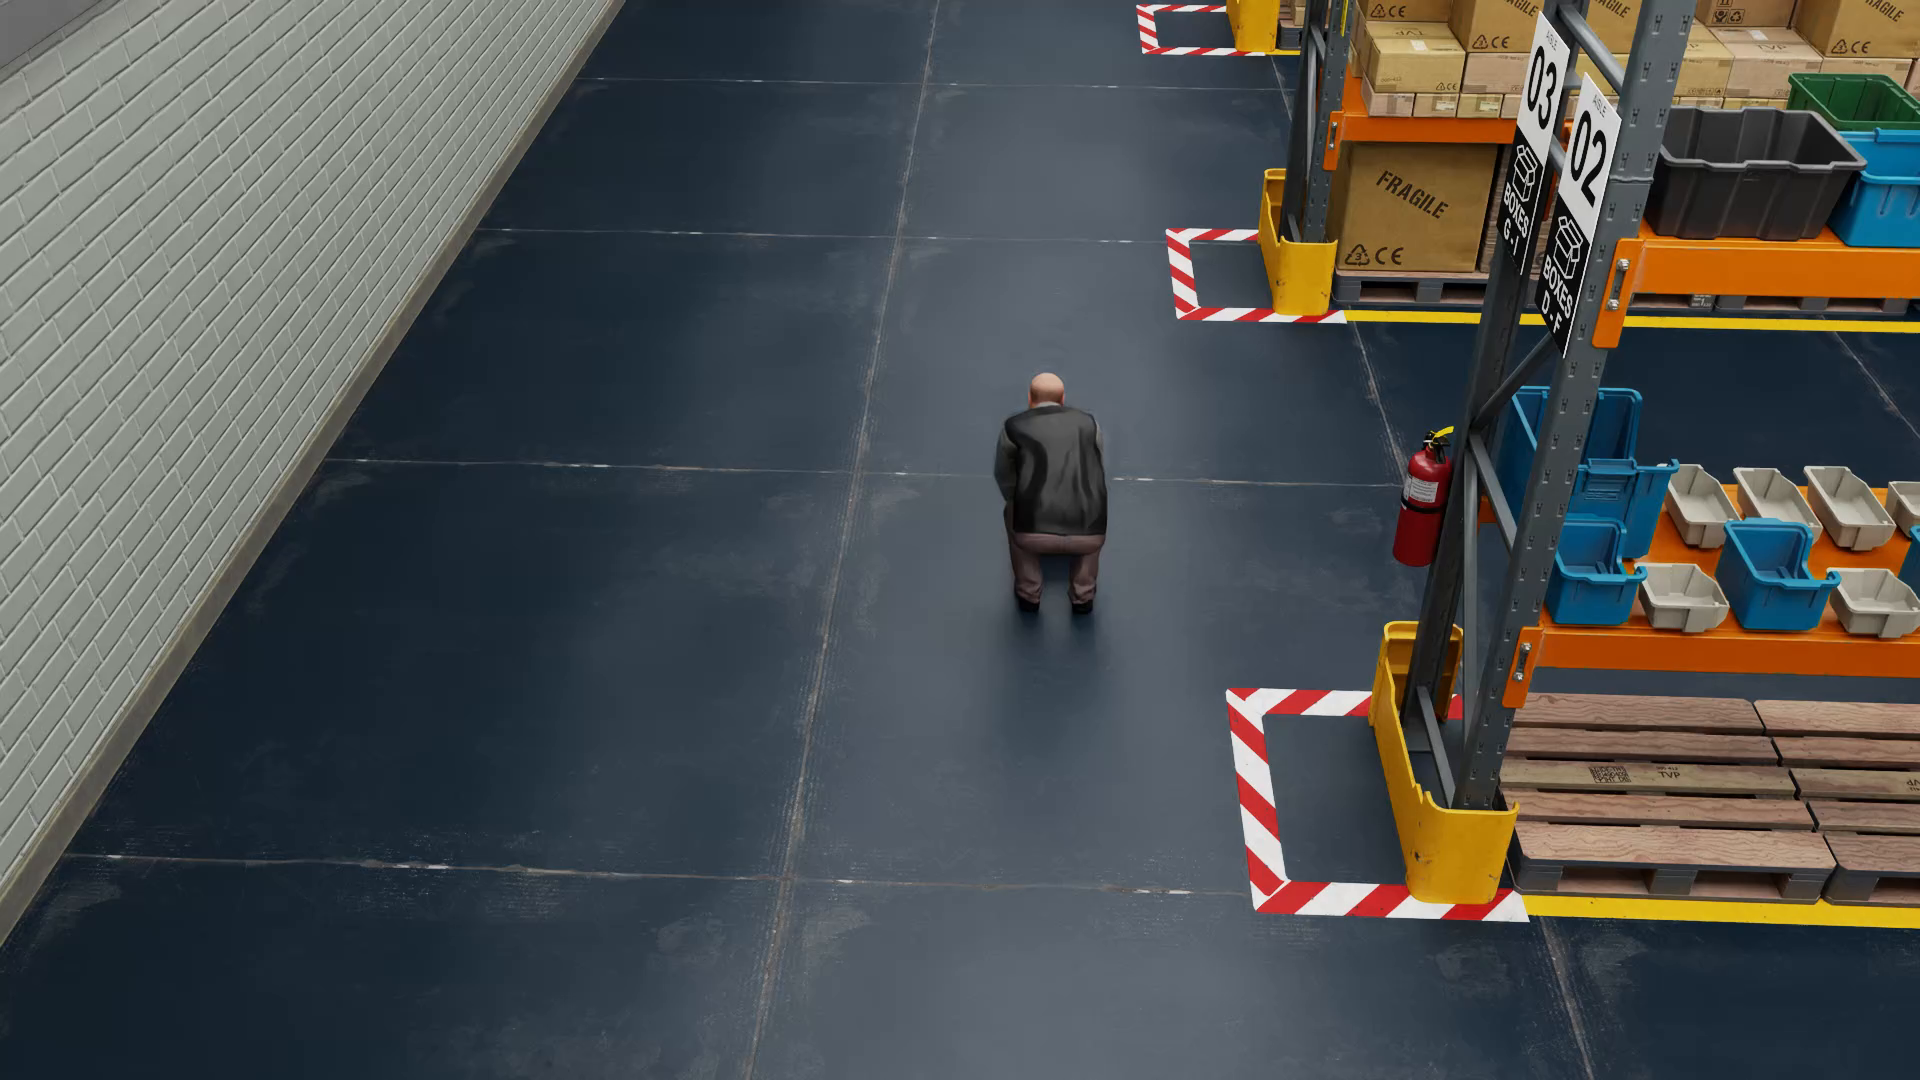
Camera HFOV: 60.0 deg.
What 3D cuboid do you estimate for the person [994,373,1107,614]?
[{"bbox_3d":[0.437,-0.192,8.028,0.553,1.008,0.853,1,35,2],"label":"person"}]
